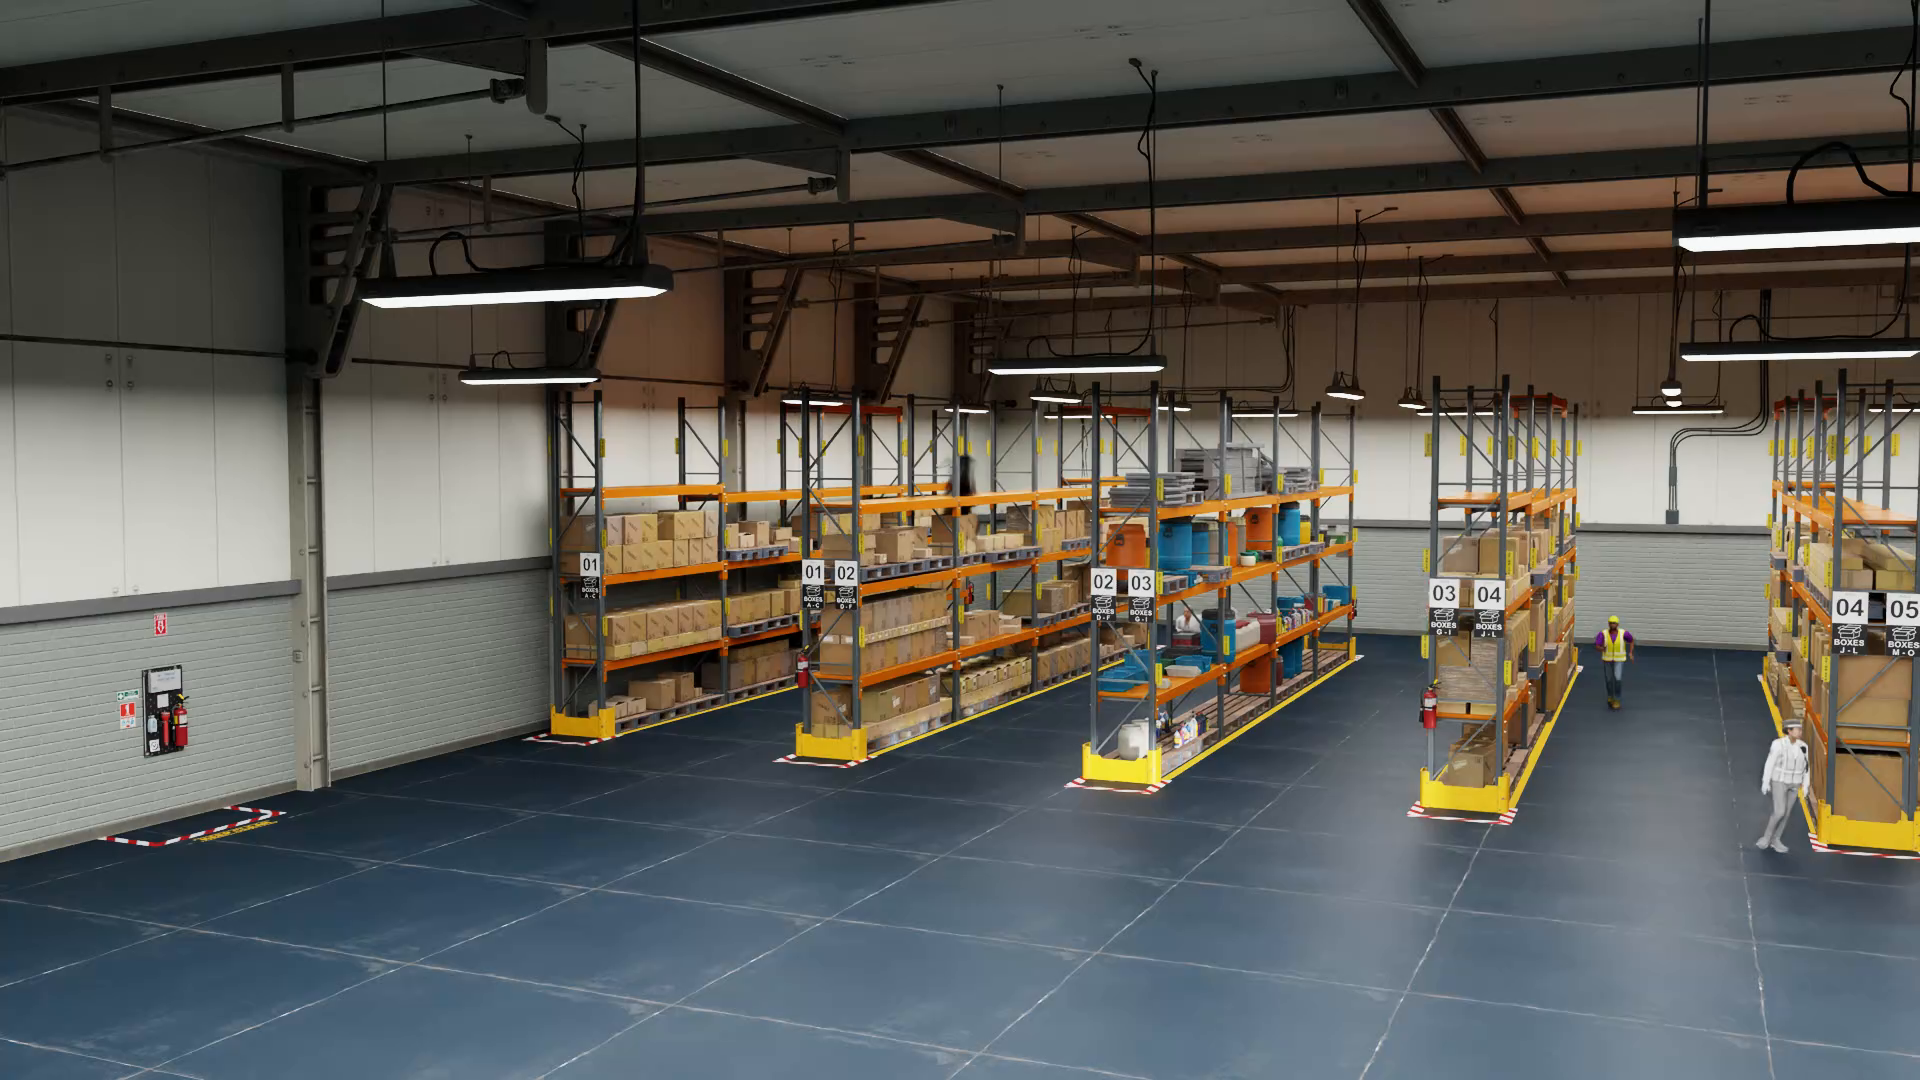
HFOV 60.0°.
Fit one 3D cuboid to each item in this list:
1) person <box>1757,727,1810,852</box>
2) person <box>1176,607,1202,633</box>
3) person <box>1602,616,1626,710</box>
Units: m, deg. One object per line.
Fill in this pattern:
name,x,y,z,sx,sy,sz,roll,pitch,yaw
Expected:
person,10.194,3.034,20.569,0.584,1.654,0.443,0,3,-6
person,4.891,2.186,35.028,0.712,1.631,0.811,2,4,26
person,12.622,2.353,32.085,0.440,1.811,0.629,2,4,27
